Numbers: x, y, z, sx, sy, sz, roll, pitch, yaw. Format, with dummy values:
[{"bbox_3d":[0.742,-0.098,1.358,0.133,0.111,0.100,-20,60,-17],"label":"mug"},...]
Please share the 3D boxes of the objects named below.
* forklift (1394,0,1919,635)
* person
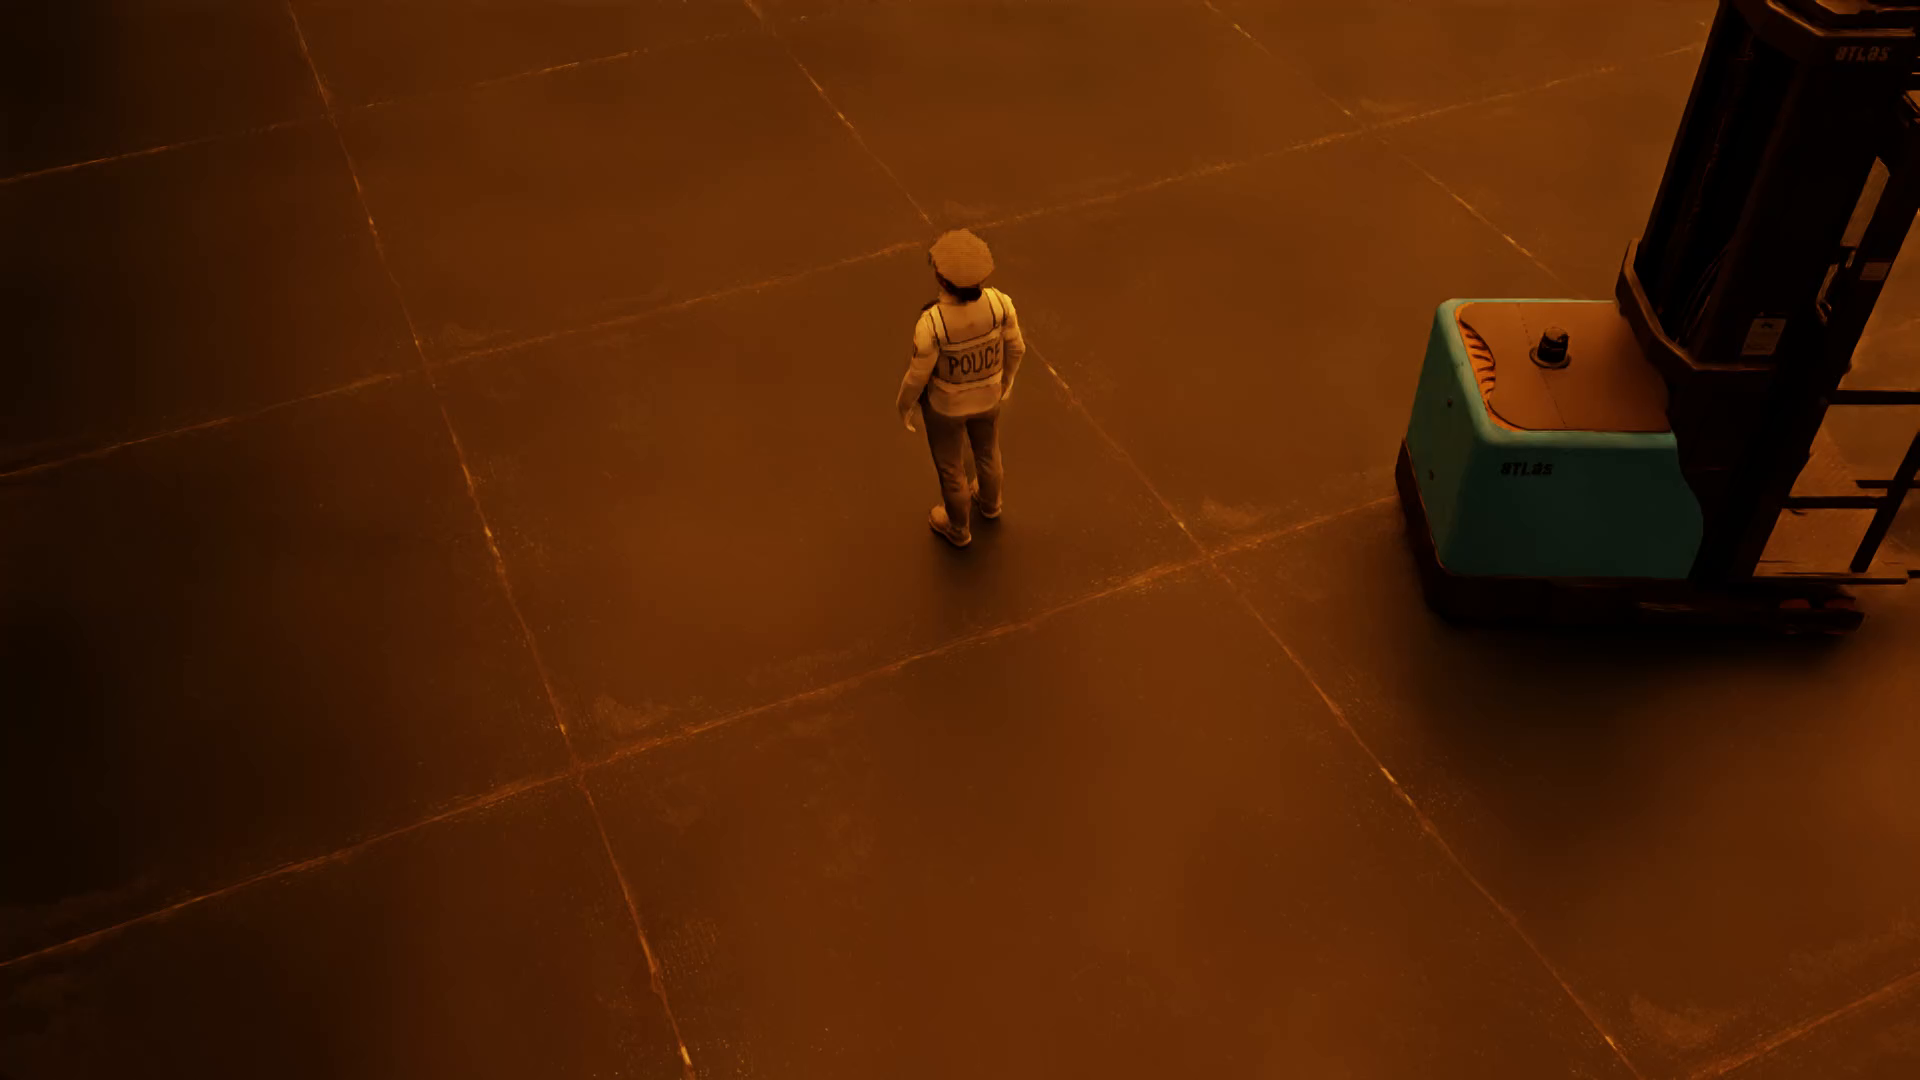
[{"bbox_3d":[3.612,-1.022,6.775,3.031,2.935,1.130,1,43,1],"label":"forklift"},{"bbox_3d":[-0.022,-0.669,7.292,0.586,1.695,0.532,-18,46,-18],"label":"person"}]
